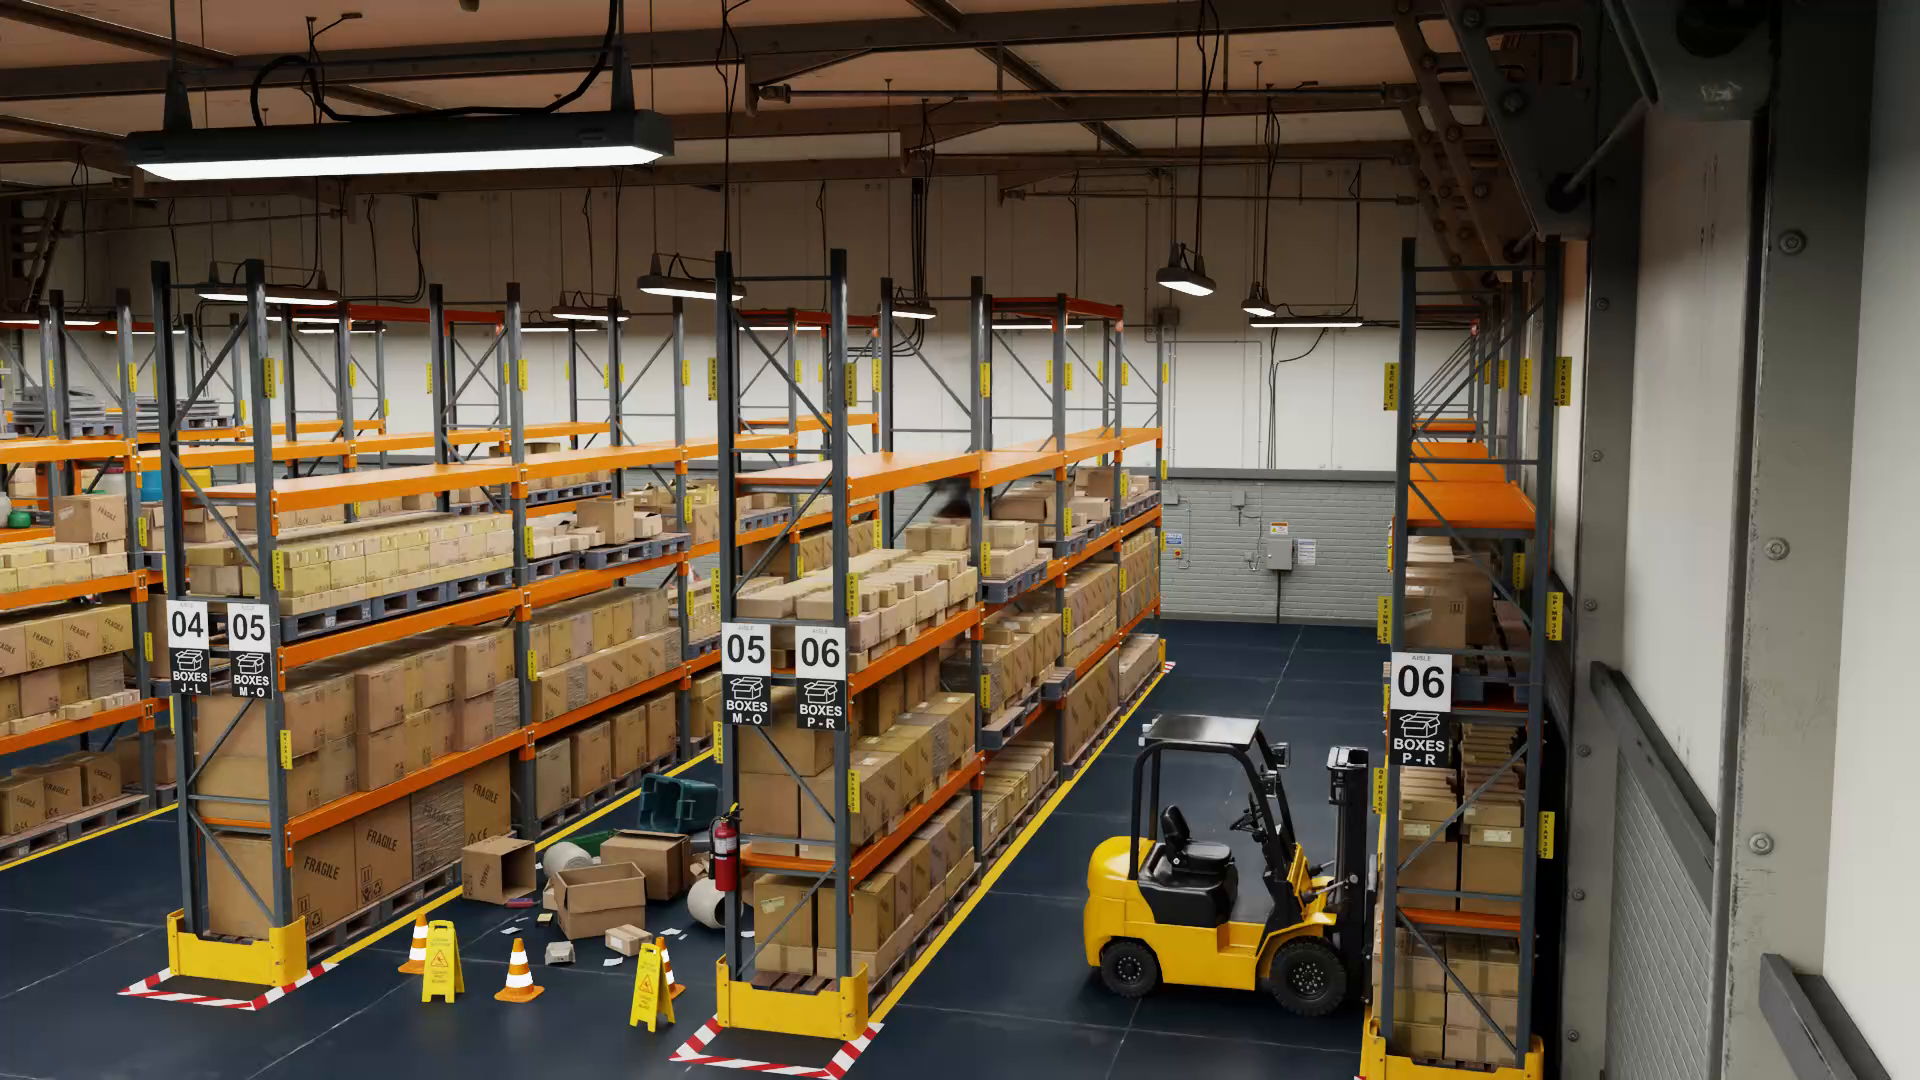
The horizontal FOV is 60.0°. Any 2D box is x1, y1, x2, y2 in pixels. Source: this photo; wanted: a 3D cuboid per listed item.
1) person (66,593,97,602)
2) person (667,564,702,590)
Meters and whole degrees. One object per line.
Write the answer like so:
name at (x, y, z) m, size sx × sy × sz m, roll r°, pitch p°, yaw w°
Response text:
person at (-14.722, 1.335, 27.868) m, size 0.677 × 1.823 × 0.738 m, roll 1°, pitch 6°, yaw 10°
person at (-4.989, 1.071, 30.348) m, size 0.670 × 1.736 × 0.790 m, roll -3°, pitch 7°, yaw -23°
